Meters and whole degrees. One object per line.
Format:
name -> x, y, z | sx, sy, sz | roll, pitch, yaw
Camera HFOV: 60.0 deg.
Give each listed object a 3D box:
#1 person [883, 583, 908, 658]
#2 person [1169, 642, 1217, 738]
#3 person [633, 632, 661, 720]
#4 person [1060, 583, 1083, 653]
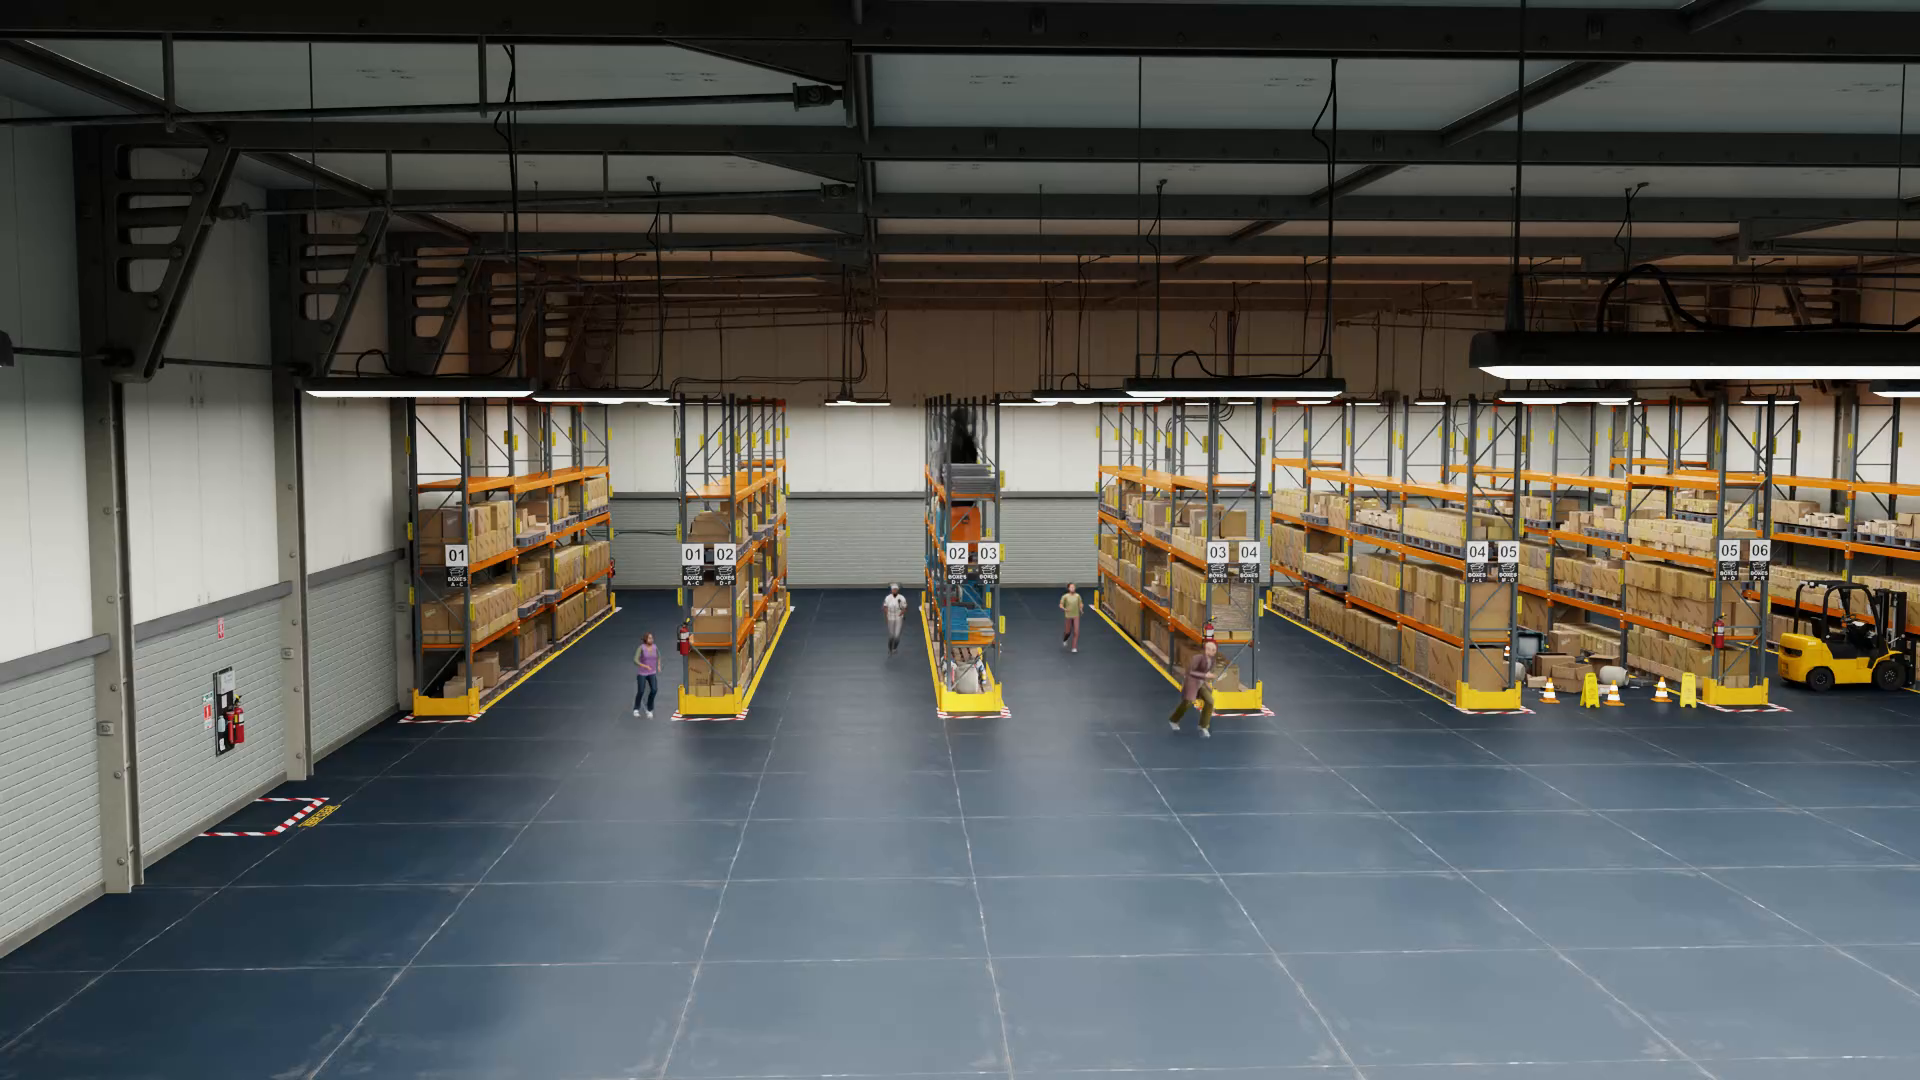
person -> -1.430, 1.801, 36.914 | 0.561, 1.692, 0.564 | 0, 5, -2
person -> 4.121, 2.598, 29.164 | 0.752, 1.703, 1.038 | -4, 6, -44
person -> -5.771, 2.517, 30.747 | 0.576, 1.642, 0.612 | -3, 5, -32
person -> 2.638, 1.813, 39.180 | 0.588, 1.628, 0.758 | -1, 5, -10
